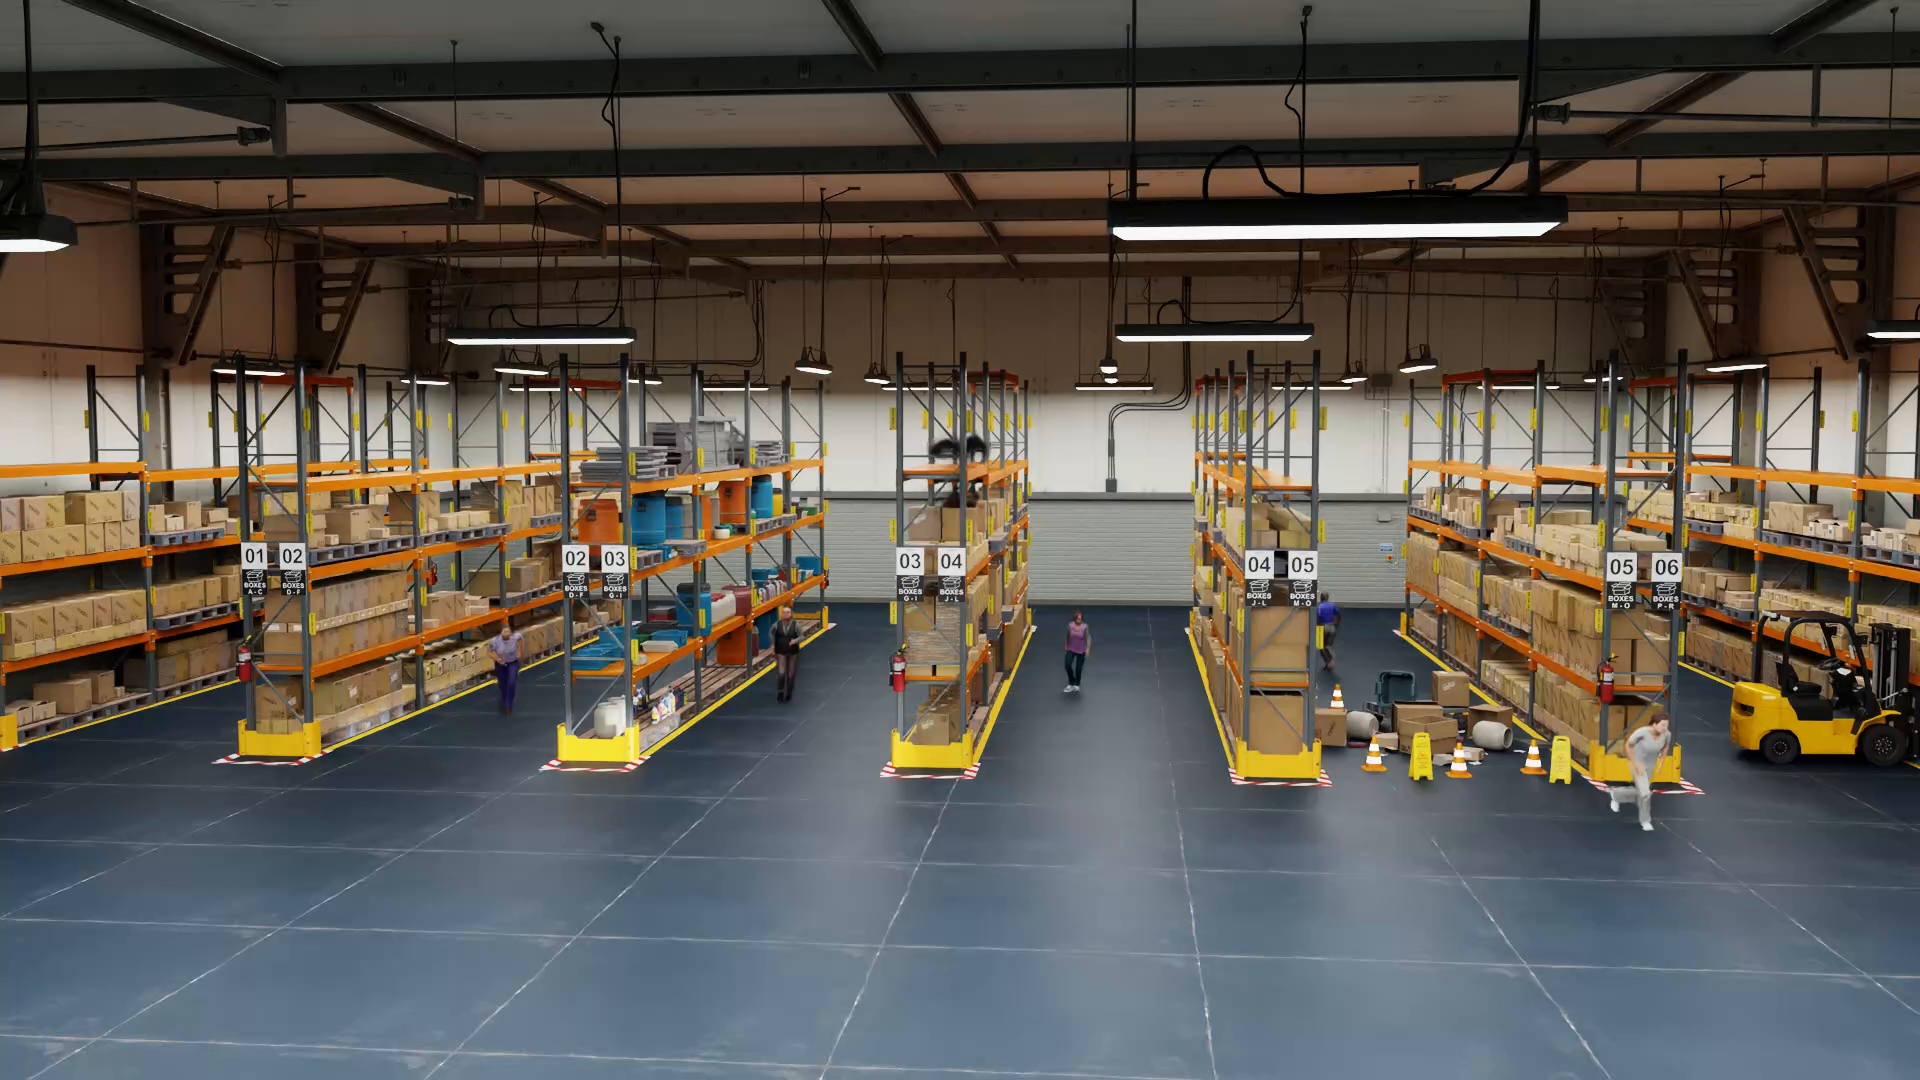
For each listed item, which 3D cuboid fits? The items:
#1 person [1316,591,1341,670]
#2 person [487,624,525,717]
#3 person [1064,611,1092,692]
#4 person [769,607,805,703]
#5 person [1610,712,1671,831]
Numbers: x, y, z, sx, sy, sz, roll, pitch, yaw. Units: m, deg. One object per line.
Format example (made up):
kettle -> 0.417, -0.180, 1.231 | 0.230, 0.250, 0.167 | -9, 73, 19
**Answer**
person -> 7.402, 1.835, 33.420 | 0.573, 1.601, 0.574 | -1, 4, -12
person -> -7.813, 2.211, 28.622 | 0.640, 1.614, 0.972 | -1, 4, -19
person -> 2.165, 2.050, 30.588 | 0.535, 1.524, 0.733 | 1, 4, 9
person -> -3.077, 2.046, 29.539 | 0.641, 1.710, 0.687 | 0, 4, -5
person -> 8.414, 2.805, 20.574 | 0.561, 1.496, 0.984 | -1, 4, -11
